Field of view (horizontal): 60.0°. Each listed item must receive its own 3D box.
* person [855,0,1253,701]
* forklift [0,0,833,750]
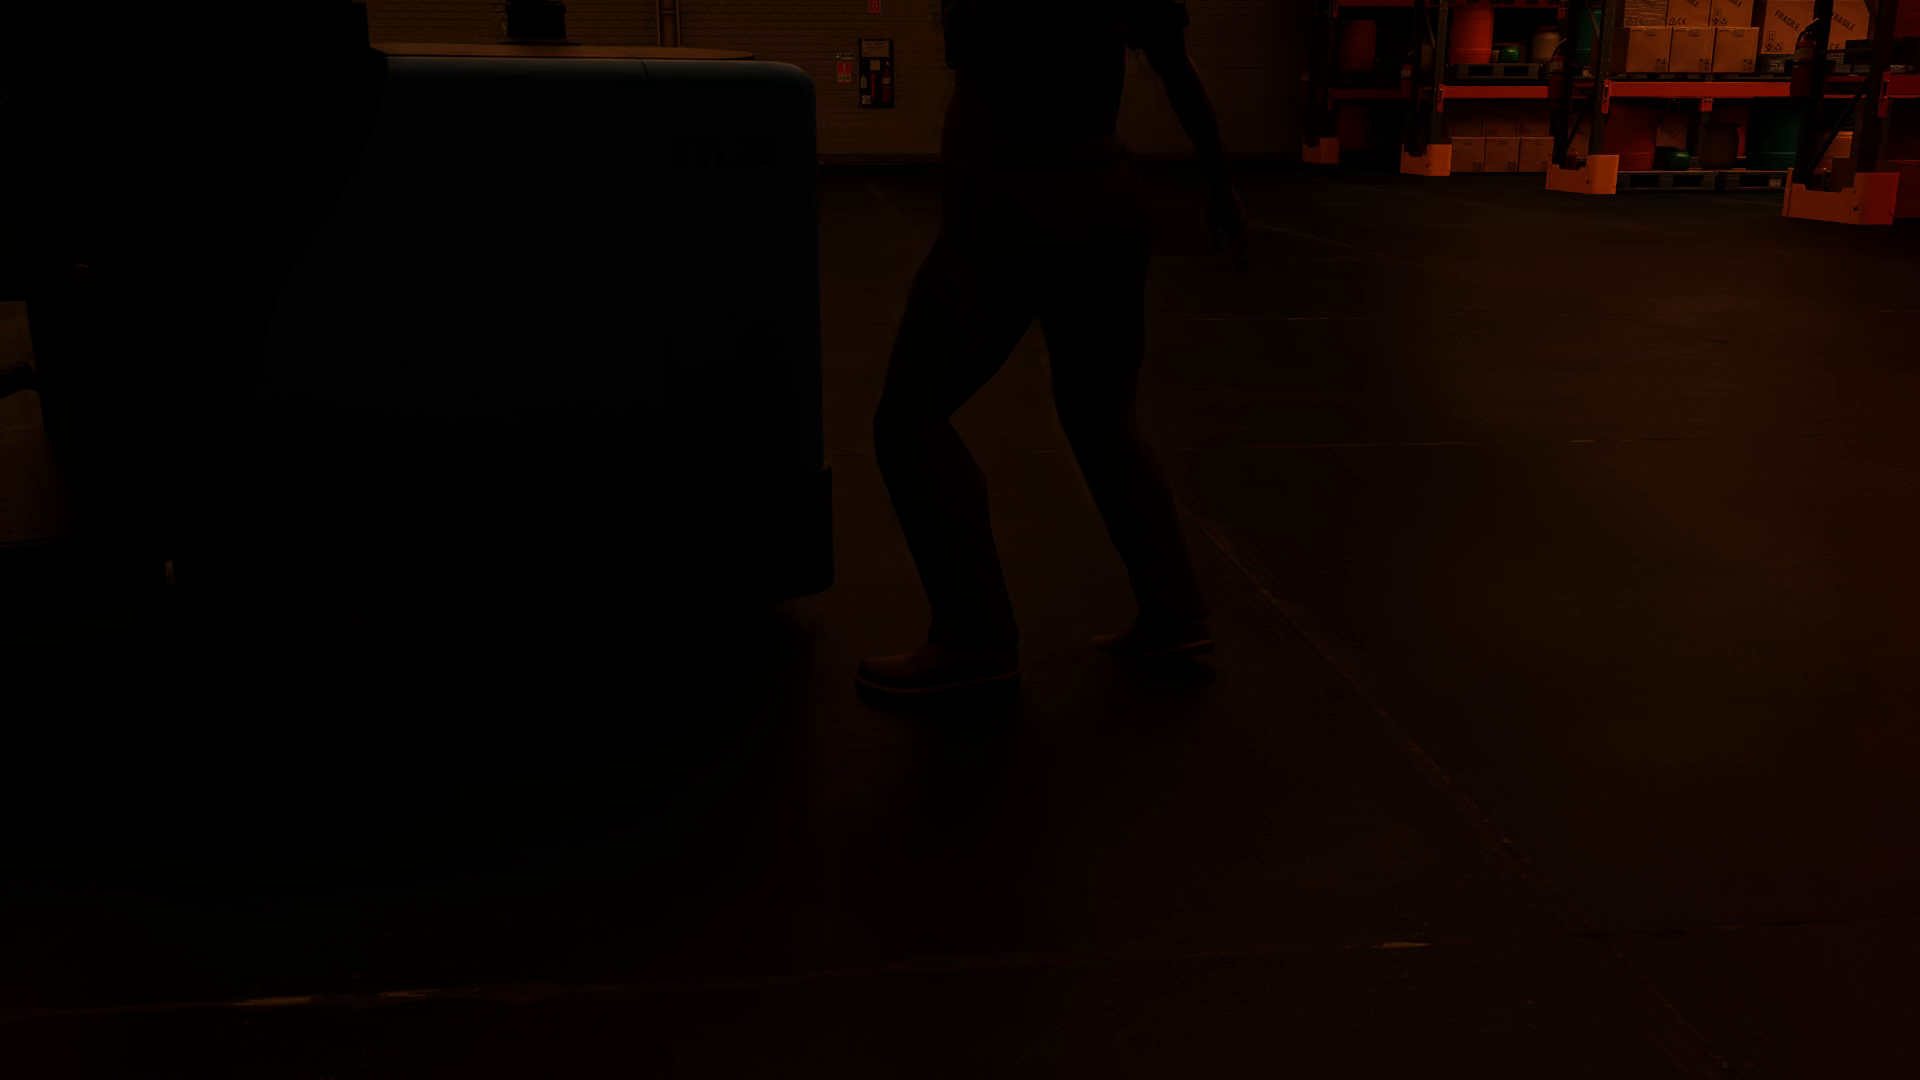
[{"bbox_3d":[0.193,-0.528,2.900,0.815,1.634,0.446,-11,18,-36],"label":"person"},{"bbox_3d":[-1.779,-1.165,2.601,3.031,2.935,1.130,-9,17,-30],"label":"forklift"}]
